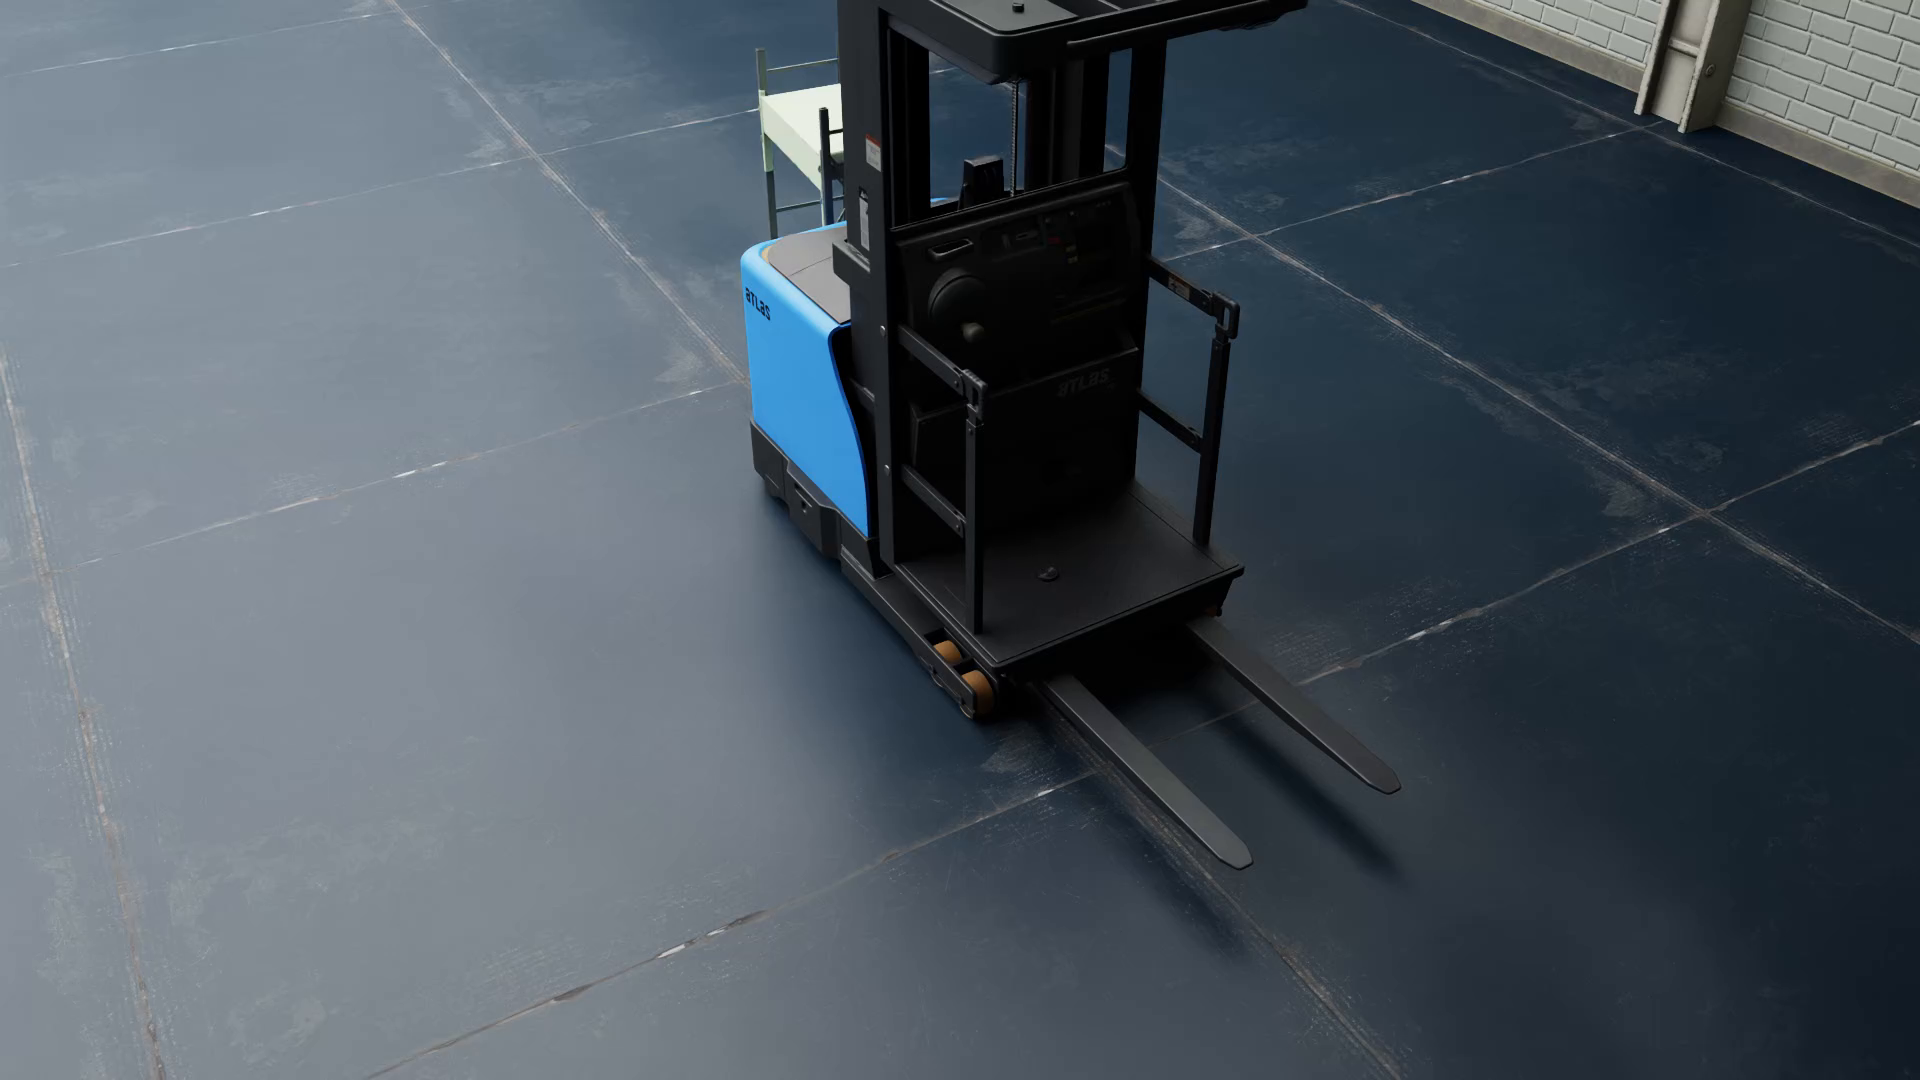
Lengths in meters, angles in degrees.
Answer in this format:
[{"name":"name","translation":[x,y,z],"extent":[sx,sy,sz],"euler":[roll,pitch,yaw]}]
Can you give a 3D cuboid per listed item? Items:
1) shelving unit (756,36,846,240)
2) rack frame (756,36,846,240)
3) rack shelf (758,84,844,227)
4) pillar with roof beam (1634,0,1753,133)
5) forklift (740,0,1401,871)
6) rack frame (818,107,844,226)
[{"name":"shelving unit","translation":[-0.527,-1.331,7.300],"extent":[0.431,1.500,0.755],"euler":[-16,39,-20]},{"name":"rack frame","translation":[-0.683,-1.526,7.568],"extent":[0.400,1.500,0.023],"euler":[-16,39,-20]},{"name":"rack shelf","translation":[-0.527,-1.646,7.070],"extent":[0.431,0.370,0.720],"euler":[-16,39,-20]},{"name":"pillar with roof beam","translation":[0.731,-4.985,5.946],"extent":[9.100,9.000,0.400],"euler":[-19,40,-24]},{"name":"forklift","translation":[0.328,-0.871,5.458],"extent":[1.130,2.935,3.031],"euler":[-20,41,-25]},{"name":"rack frame","translation":[-0.371,-1.136,7.033],"extent":[0.400,1.500,0.023],"euler":[-16,39,-20]}]
